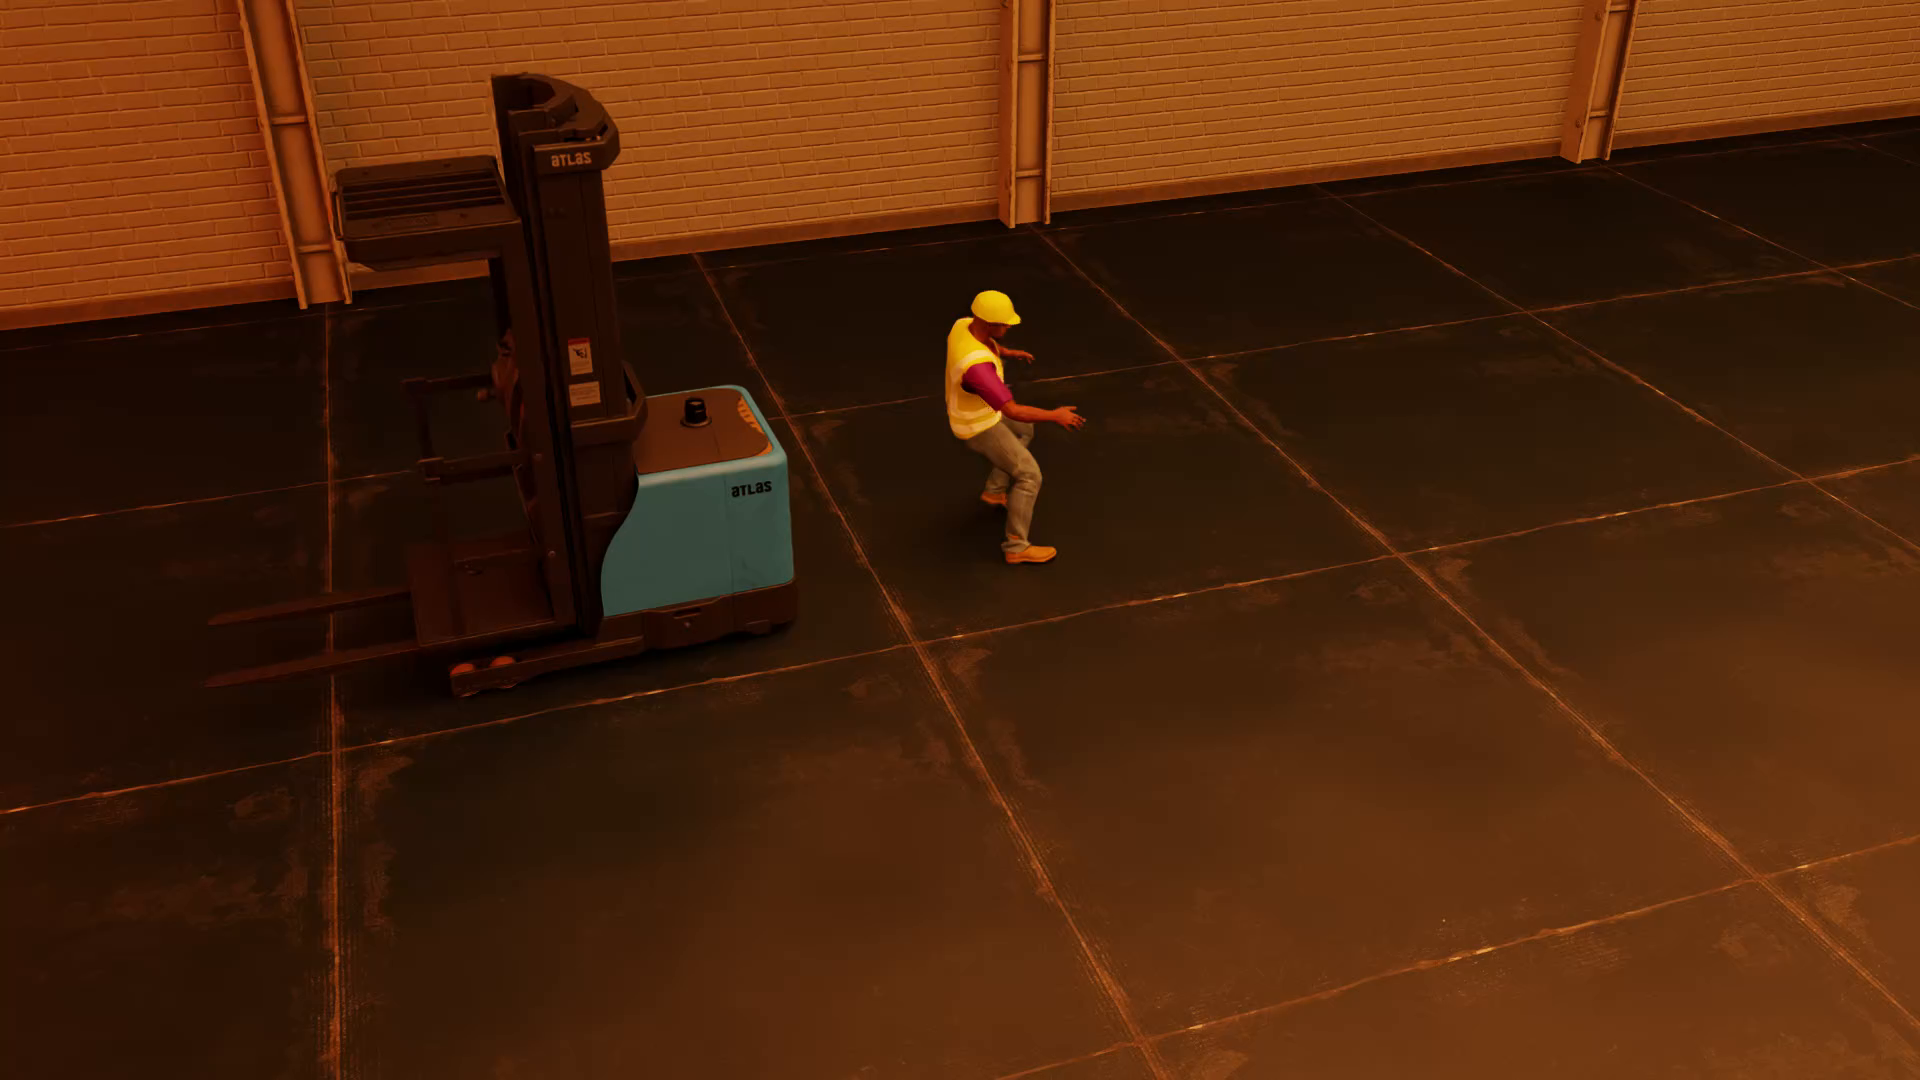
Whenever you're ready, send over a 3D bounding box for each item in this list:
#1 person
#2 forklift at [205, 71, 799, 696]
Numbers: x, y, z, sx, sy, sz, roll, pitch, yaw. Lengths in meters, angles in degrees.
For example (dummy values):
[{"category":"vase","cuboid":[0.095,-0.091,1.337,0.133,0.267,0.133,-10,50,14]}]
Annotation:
[{"category":"person","cuboid":[0.298,-0.761,9.767,0.763,1.585,0.933,-3,30,-5]},{"category":"forklift","cuboid":[-2.463,-0.758,8.404,3.031,2.935,1.130,-10,31,-17]}]
